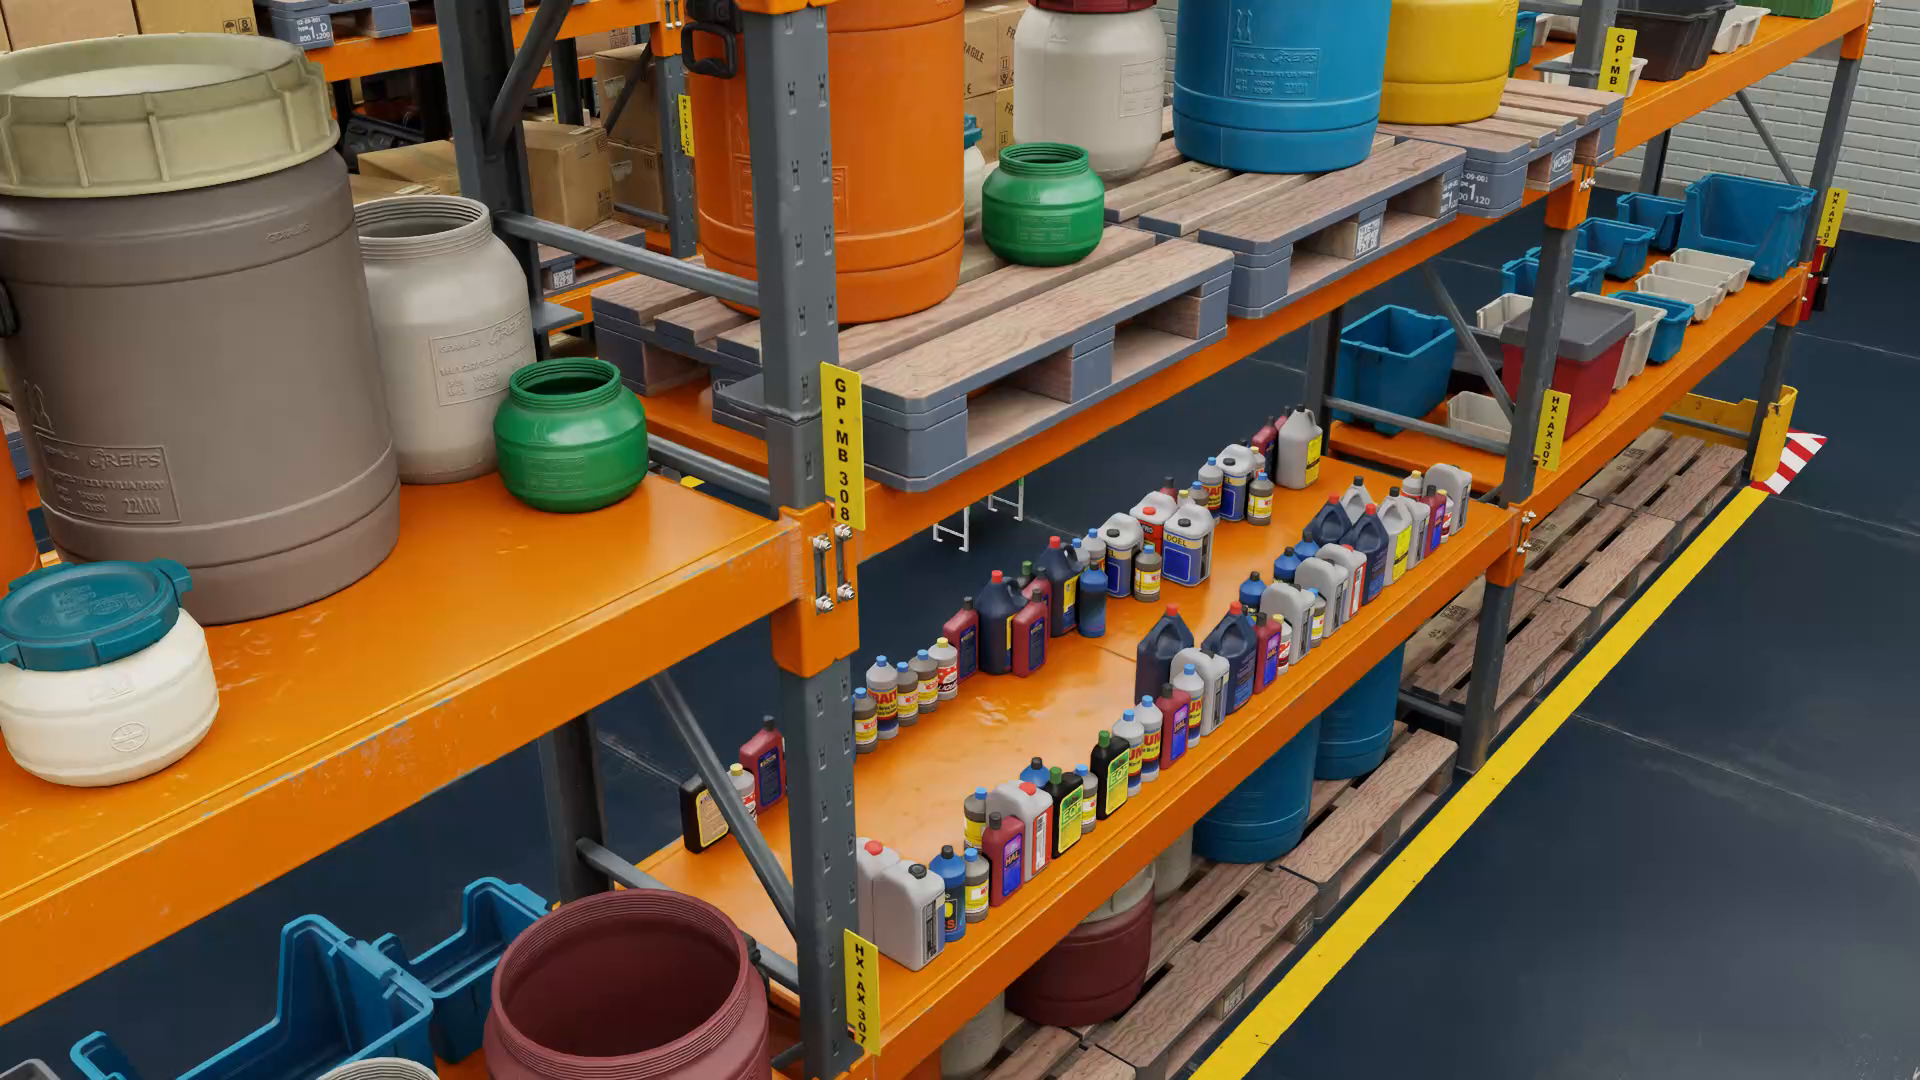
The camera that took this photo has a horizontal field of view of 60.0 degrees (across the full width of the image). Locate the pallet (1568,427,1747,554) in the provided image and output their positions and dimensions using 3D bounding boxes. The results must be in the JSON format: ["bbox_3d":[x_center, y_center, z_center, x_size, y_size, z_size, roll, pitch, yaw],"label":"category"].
[{"bbox_3d":[3.882,-0.366,9.727,1.003,0.211,1.213,21,34,34],"label":"pallet"}]

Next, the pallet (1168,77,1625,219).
[{"bbox_3d":[1.469,-1.409,5.650,1.213,0.211,1.003,21,34,34],"label":"pallet"}]

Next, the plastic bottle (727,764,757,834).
[{"bbox_3d":[-0.637,0.736,4.779,0.097,0.201,0.097,0,27,0],"label":"plastic bottle"}]

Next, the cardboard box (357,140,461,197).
[{"bbox_3d":[-2.790,-1.782,8.864,0.500,0.500,0.700,-22,35,-36],"label":"cardboard box"}]

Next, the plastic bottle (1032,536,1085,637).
[{"bbox_3d":[0.339,0.143,5.763,0.144,0.351,0.185,21,34,34],"label":"plastic bottle"}]

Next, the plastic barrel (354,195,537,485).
[{"bbox_3d":[-1.086,-0.410,3.392,0.421,0.512,0.421,0,27,0],"label":"plastic barrel"}]

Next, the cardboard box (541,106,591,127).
[{"bbox_3d":[-3.517,-3.769,14.828,0.380,0.149,0.250,20,34,34],"label":"cardboard box"}]

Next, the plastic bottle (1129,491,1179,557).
[{"bbox_3d":[0.715,-0.031,6.180,0.152,0.276,0.135,21,34,34],"label":"plastic bottle"}]

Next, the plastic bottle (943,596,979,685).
[{"bbox_3d":[0.003,0.330,5.475,0.061,0.283,0.133,21,34,34],"label":"plastic bottle"}]

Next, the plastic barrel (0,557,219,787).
[{"bbox_3d":[-1.281,0.199,2.486,0.301,0.262,0.301,0,27,0],"label":"plastic barrel"}]

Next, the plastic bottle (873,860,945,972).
[{"bbox_3d":[-0.128,0.947,4.289,0.152,0.276,0.135,21,34,34],"label":"plastic bottle"}]

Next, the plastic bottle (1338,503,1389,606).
[{"bbox_3d":[1.442,0.042,5.958,0.144,0.351,0.185,21,34,34],"label":"plastic bottle"}]

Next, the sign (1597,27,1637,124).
[{"bbox_3d":[2.315,-1.642,5.885,0.100,0.325,0.005,21,34,34],"label":"sign"}]

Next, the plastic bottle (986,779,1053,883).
[{"bbox_3d":[0.167,0.783,4.606,0.152,0.276,0.135,21,34,34],"label":"plastic bottle"}]

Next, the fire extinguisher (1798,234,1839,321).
[{"bbox_3d":[4.883,-1.606,9.580,0.296,0.674,0.183,21,34,34],"label":"fire extinguisher"}]

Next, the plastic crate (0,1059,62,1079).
[{"bbox_3d":[-1.916,1.406,3.197,0.402,0.464,0.583,21,34,34],"label":"plastic crate"}]

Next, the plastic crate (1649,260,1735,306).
[{"bbox_3d":[3.862,-1.354,8.825,0.396,0.136,0.243,21,34,34],"label":"plastic crate"}]

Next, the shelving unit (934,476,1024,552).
[{"bbox_3d":[0.105,-0.592,9.088,0.258,1.200,0.503,21,34,34],"label":"shelving unit"}]

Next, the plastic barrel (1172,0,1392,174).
[{"bbox_3d":[0.925,-1.559,4.731,0.600,0.901,0.708,21,34,34],"label":"plastic barrel"}]

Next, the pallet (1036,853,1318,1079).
[{"bbox_3d":[0.593,1.467,6.184,1.003,0.211,1.213,21,34,34],"label":"pallet"}]

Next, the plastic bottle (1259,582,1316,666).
[{"bbox_3d":[1.105,0.261,5.617,0.152,0.276,0.135,21,34,34],"label":"plastic bottle"}]

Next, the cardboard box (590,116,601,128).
[{"bbox_3d":[-3.576,-3.579,15.168,0.700,0.500,0.500,21,34,34],"label":"cardboard box"}]

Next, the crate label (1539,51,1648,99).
[{"bbox_3d":[2.426,-1.771,6.432,0.293,0.136,0.466,21,34,34],"label":"crate label"}]

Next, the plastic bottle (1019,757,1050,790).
[{"bbox_3d":[0.215,0.734,4.706,0.097,0.271,0.097,0,27,0],"label":"plastic bottle"}]

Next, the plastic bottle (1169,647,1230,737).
[{"bbox_3d":[0.755,0.456,5.240,0.152,0.276,0.135,21,34,34],"label":"plastic bottle"}]

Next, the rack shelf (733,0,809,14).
[{"bbox_3d":[-1.924,-0.507,1.655,1.077,0.370,4.000,21,34,34],"label":"rack shelf"}]

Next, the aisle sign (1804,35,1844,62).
[{"bbox_3d":[4.708,-2.980,8.916,0.394,0.787,0.004,21,34,34],"label":"aisle sign"}]

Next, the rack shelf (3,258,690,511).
[{"bbox_3d":[-3.200,-0.887,8.484,1.077,0.370,4.000,21,34,34],"label":"rack shelf"}]

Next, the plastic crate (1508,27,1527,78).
[{"bbox_3d":[1.928,-1.944,6.709,0.450,0.188,0.662,21,34,34],"label":"plastic crate"}]

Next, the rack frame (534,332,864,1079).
[{"bbox_3d":[-0.652,0.951,4.147,1.000,3.000,0.127,21,34,34],"label":"rack frame"}]

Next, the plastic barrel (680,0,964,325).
[{"bbox_3d":[-0.289,-0.959,3.650,0.600,0.830,0.708,21,34,34],"label":"plastic barrel"}]

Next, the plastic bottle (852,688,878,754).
[{"bbox_3d":[-0.304,0.550,5.138,0.097,0.201,0.097,0,27,0],"label":"plastic bottle"}]

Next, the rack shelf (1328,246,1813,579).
[{"bbox_3d":[3.164,-0.857,8.424,1.077,0.370,4.000,21,34,34],"label":"rack shelf"}]

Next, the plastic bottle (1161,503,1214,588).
[{"bbox_3d":[0.832,0.014,6.094,0.152,0.276,0.135,21,34,34],"label":"plastic bottle"}]

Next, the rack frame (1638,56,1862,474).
[{"bbox_3d":[4.436,-1.885,9.630,1.000,3.000,0.127,21,34,34],"label":"rack frame"}]

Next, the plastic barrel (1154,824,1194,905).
[{"bbox_3d":[0.654,1.065,6.178,0.421,0.512,0.421,0,27,0],"label":"plastic barrel"}]

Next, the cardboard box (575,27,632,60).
[{"bbox_3d":[-3.525,-4.730,14.802,0.980,0.700,0.700,23,35,37],"label":"cardboard box"}]

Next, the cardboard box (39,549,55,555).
[{"bbox_3d":[-3.962,0.339,7.571,0.500,0.500,0.500,22,35,36],"label":"cardboard box"}]

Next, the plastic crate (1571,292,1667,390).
[{"bbox_3d":[3.005,-0.929,7.844,0.437,0.282,0.530,21,34,34],"label":"plastic crate"}]

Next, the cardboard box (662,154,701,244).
[{"bbox_3d":[-1.393,-2.061,9.861,0.500,0.500,0.500,22,34,36],"label":"cardboard box"}]

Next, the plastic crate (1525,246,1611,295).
[{"bbox_3d":[3.188,-1.379,8.769,0.416,0.233,0.300,21,34,34],"label":"plastic crate"}]

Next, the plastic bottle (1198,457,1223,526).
[{"bbox_3d":[0.976,-0.194,6.501,0.097,0.271,0.097,0,27,0],"label":"plastic bottle"}]

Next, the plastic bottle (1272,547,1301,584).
[{"bbox_3d":[1.144,0.151,5.834,0.097,0.271,0.097,0,27,0],"label":"plastic bottle"}]

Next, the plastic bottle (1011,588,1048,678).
[{"bbox_3d":[0.232,0.306,5.520,0.061,0.283,0.133,21,34,34],"label":"plastic bottle"}]

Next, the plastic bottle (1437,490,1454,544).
[{"bbox_3d":[1.838,-0.095,6.386,0.097,0.201,0.097,0,27,0],"label":"plastic bottle"}]

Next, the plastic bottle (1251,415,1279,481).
[{"bbox_3d":[1.245,-0.363,6.813,0.061,0.283,0.133,21,34,34],"label":"plastic bottle"}]

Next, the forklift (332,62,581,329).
[{"bbox_3d":[-3.979,-2.539,10.968,1.130,2.935,3.031,22,35,36],"label":"forklift"}]

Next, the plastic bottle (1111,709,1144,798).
[{"bbox_3d":[0.493,0.623,4.921,0.097,0.271,0.097,0,27,0],"label":"plastic bottle"}]

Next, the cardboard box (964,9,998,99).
[{"bbox_3d":[-0.101,-3.220,11.013,0.500,0.500,0.500,22,34,36],"label":"cardboard box"}]

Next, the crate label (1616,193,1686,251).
[{"bbox_3d":[4.025,-1.846,9.671,0.416,0.233,0.303,21,34,34],"label":"crate label"}]
